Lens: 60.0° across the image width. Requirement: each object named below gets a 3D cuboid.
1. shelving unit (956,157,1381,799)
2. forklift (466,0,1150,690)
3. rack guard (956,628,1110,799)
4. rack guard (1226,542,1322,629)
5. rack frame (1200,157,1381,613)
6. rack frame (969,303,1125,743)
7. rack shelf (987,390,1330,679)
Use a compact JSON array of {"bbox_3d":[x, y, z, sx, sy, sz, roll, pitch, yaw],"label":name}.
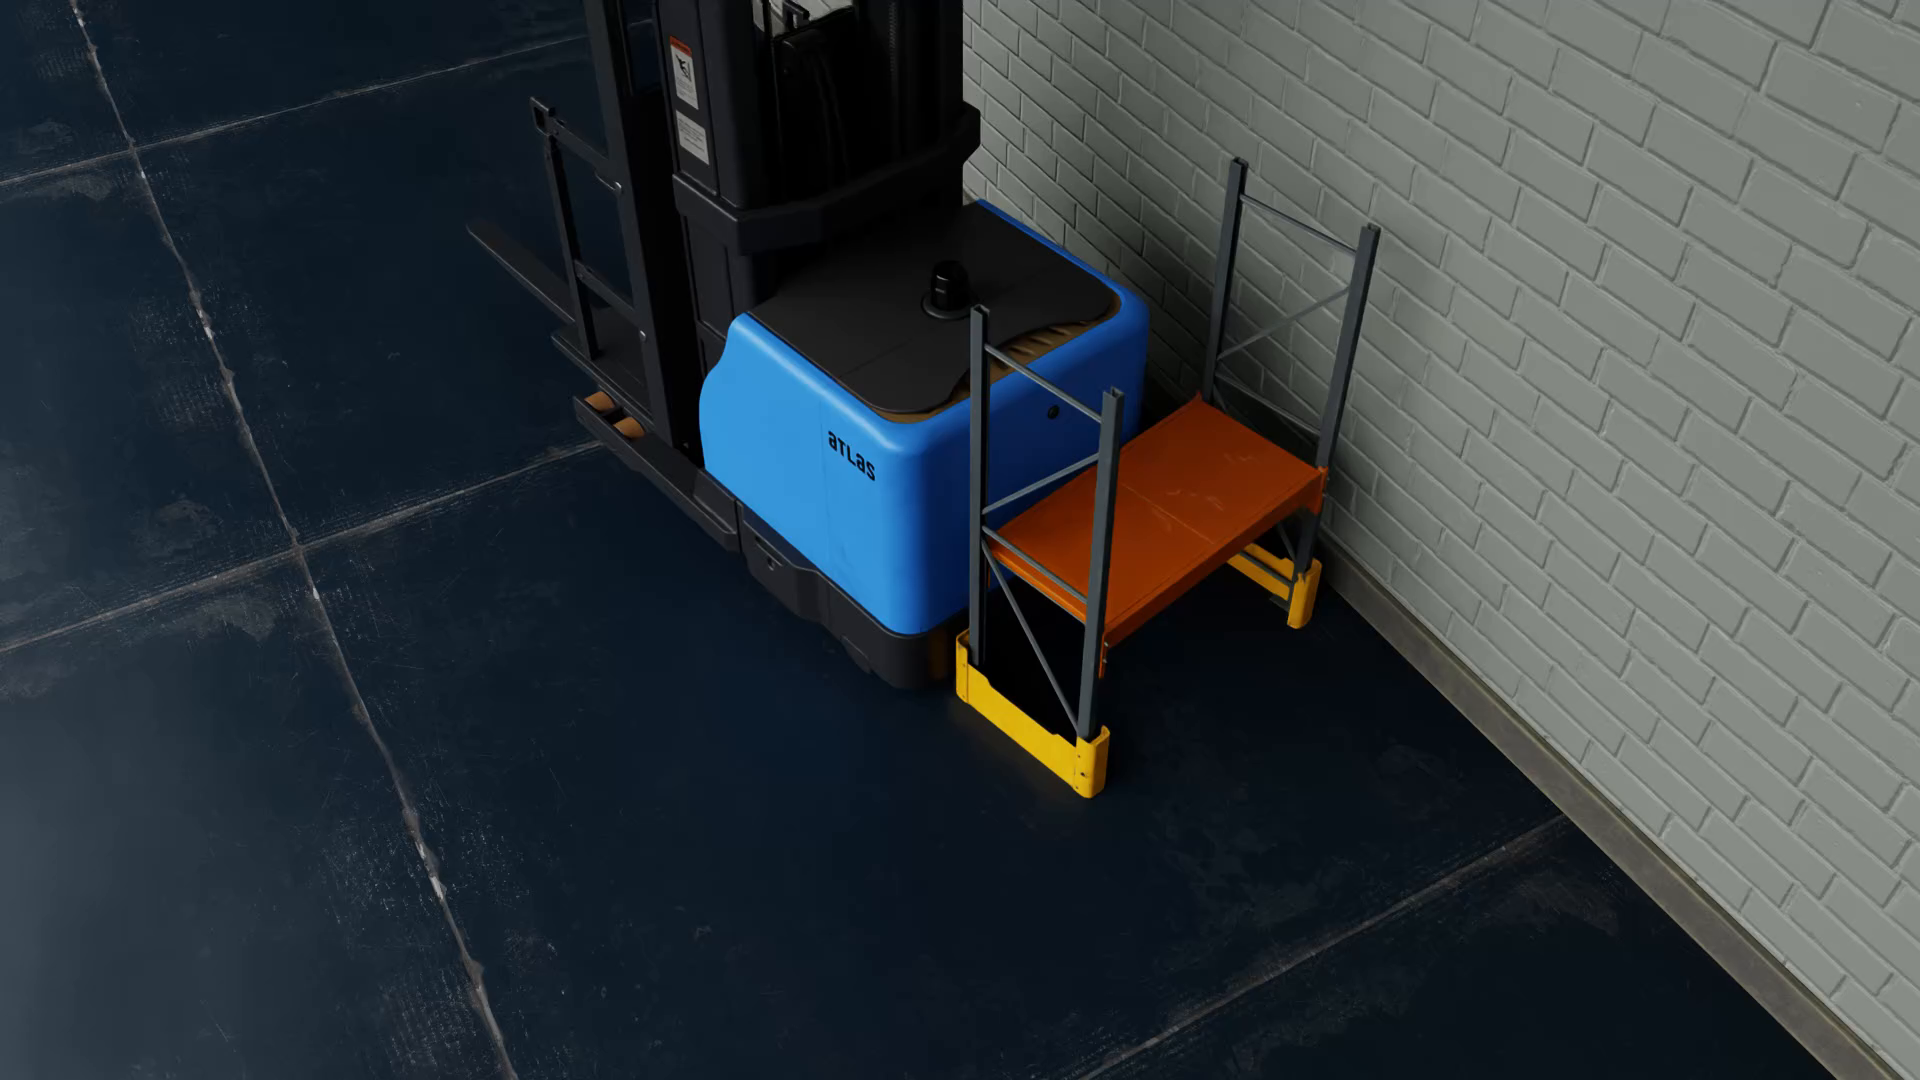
[{"bbox_3d":[0.572,-0.168,4.847,1.083,1.500,0.587,-34,53,-30],"label":"shelving unit"},{"bbox_3d":[-0.763,-1.537,5.229,1.130,2.935,3.031,-31,52,-28],"label":"forklift"},{"bbox_3d":[0.211,0.519,5.036,0.087,0.250,0.587,-34,53,-30],"label":"rack guard"},{"bbox_3d":[0.933,0.041,5.528,0.087,0.250,0.587,-34,53,-30],"label":"rack guard"},{"bbox_3d":[0.947,-0.417,5.102,0.032,1.500,0.500,-34,53,-30],"label":"rack frame"},{"bbox_3d":[0.210,0.071,4.600,0.032,1.500,0.500,-34,53,-30],"label":"rack frame"},{"bbox_3d":[0.579,-0.044,4.976,1.000,0.185,0.538,-34,53,-30],"label":"rack shelf"}]
